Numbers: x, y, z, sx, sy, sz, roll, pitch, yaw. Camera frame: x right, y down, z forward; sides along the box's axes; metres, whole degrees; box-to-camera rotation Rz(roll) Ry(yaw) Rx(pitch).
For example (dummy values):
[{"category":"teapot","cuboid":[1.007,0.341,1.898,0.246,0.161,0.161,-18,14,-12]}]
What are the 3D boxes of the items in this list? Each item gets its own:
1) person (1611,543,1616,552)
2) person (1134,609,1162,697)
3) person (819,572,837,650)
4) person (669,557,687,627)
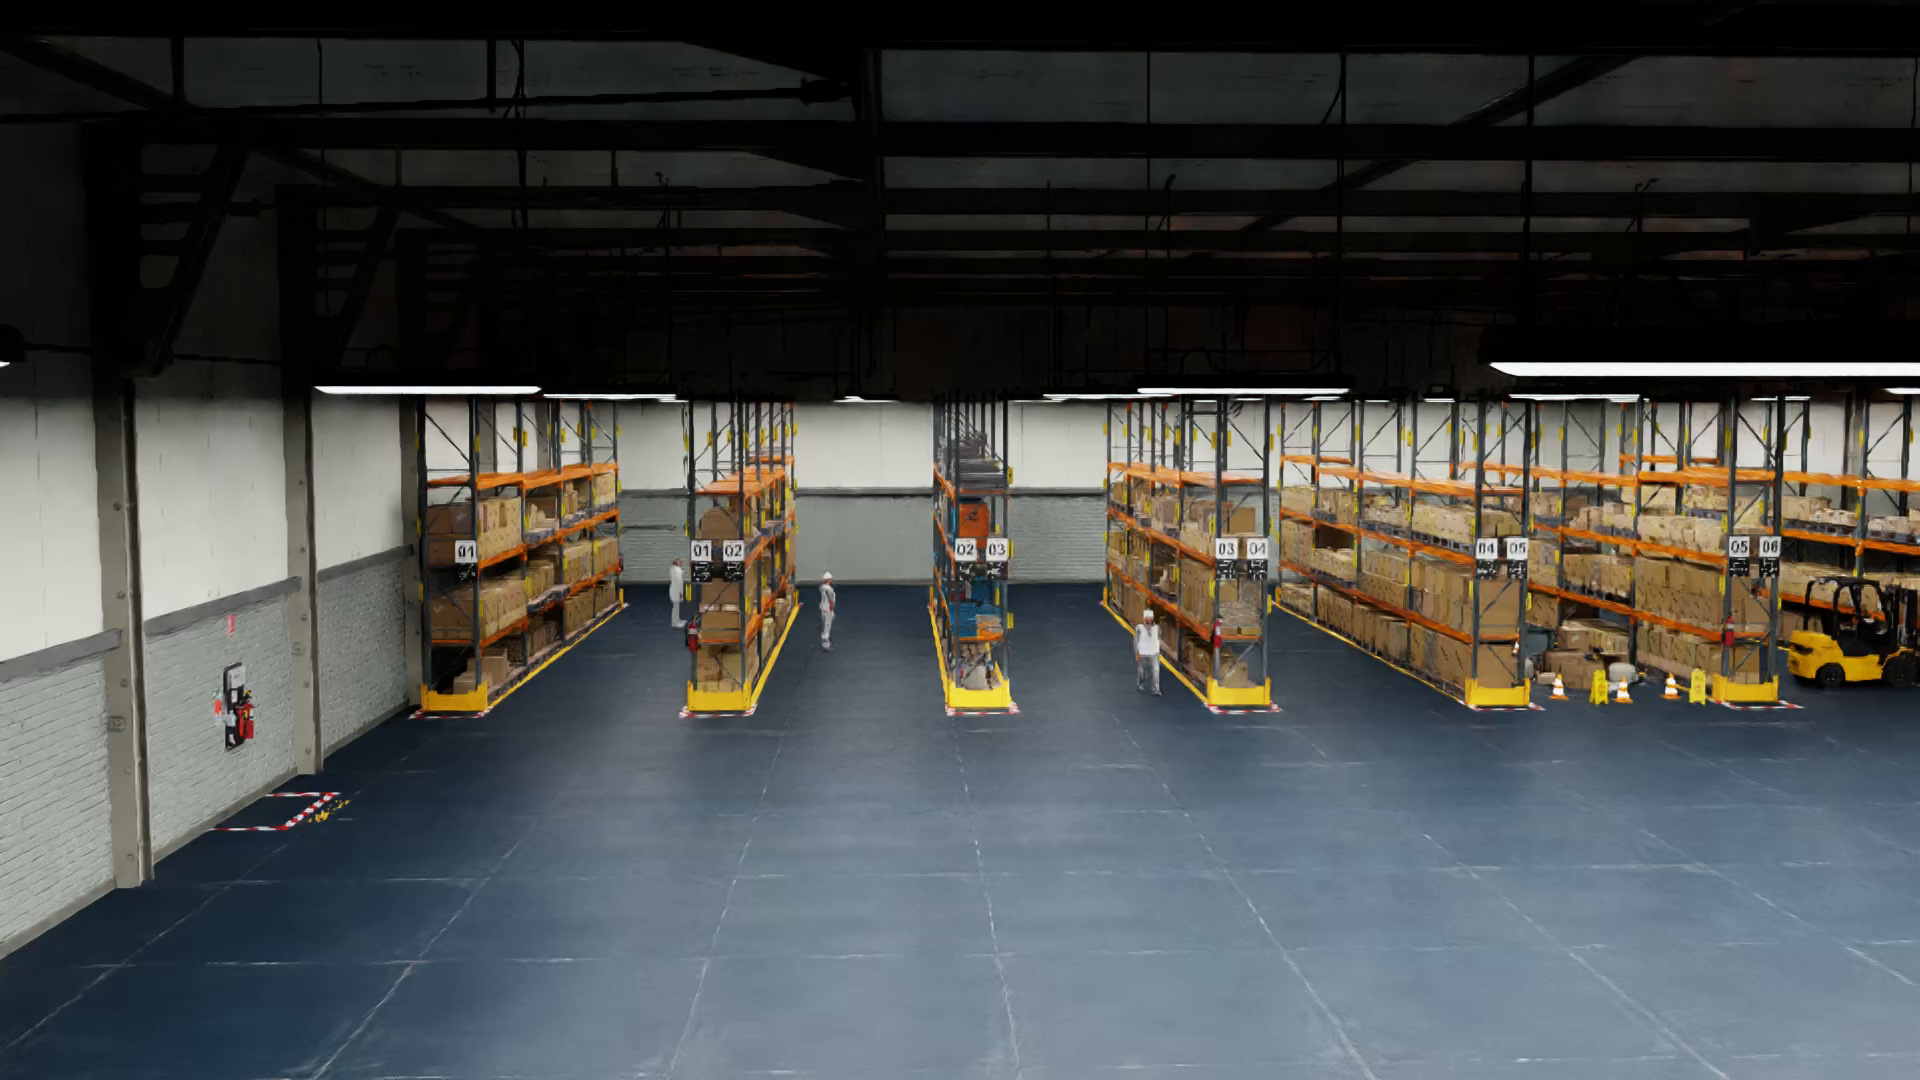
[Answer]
[{"category":"person","cuboid":[19.637,0.822,49.520,0.584,1.745,0.595,-4,6,-38]},{"category":"person","cuboid":[3.689,2.194,32.748,0.543,1.700,1.115,0,5,0]},{"category":"person","cuboid":[-3.049,1.645,38.784,0.471,1.789,0.622,-2,5,-26]},{"category":"person","cuboid":[-7.231,1.327,42.770,0.519,1.790,0.653,-2,5,-27]}]
